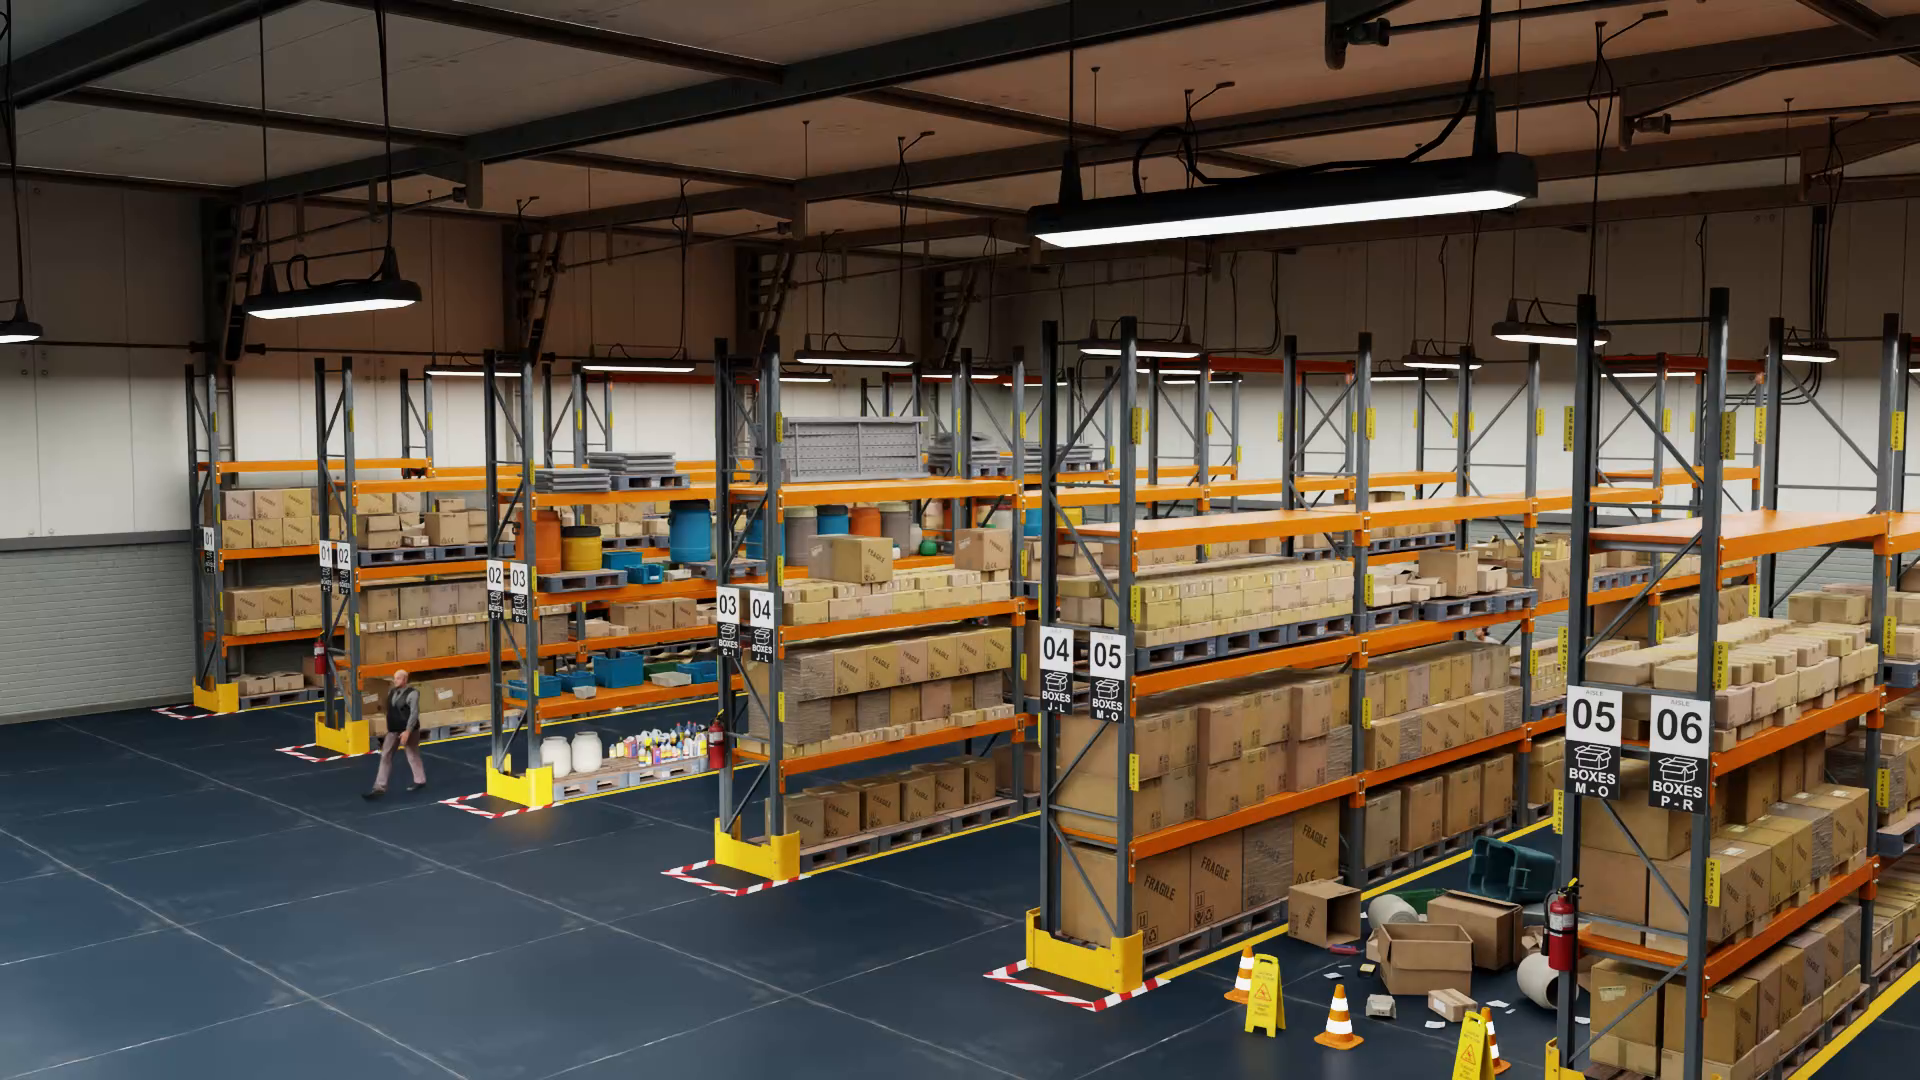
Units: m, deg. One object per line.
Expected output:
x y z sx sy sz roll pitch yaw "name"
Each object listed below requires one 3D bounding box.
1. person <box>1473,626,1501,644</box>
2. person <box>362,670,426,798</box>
9.054 2.197 28.493 0.692 1.581 0.607 -3 6 -37 "person"
-7.558 2.586 22.386 0.591 1.683 0.899 1 5 18 "person"
